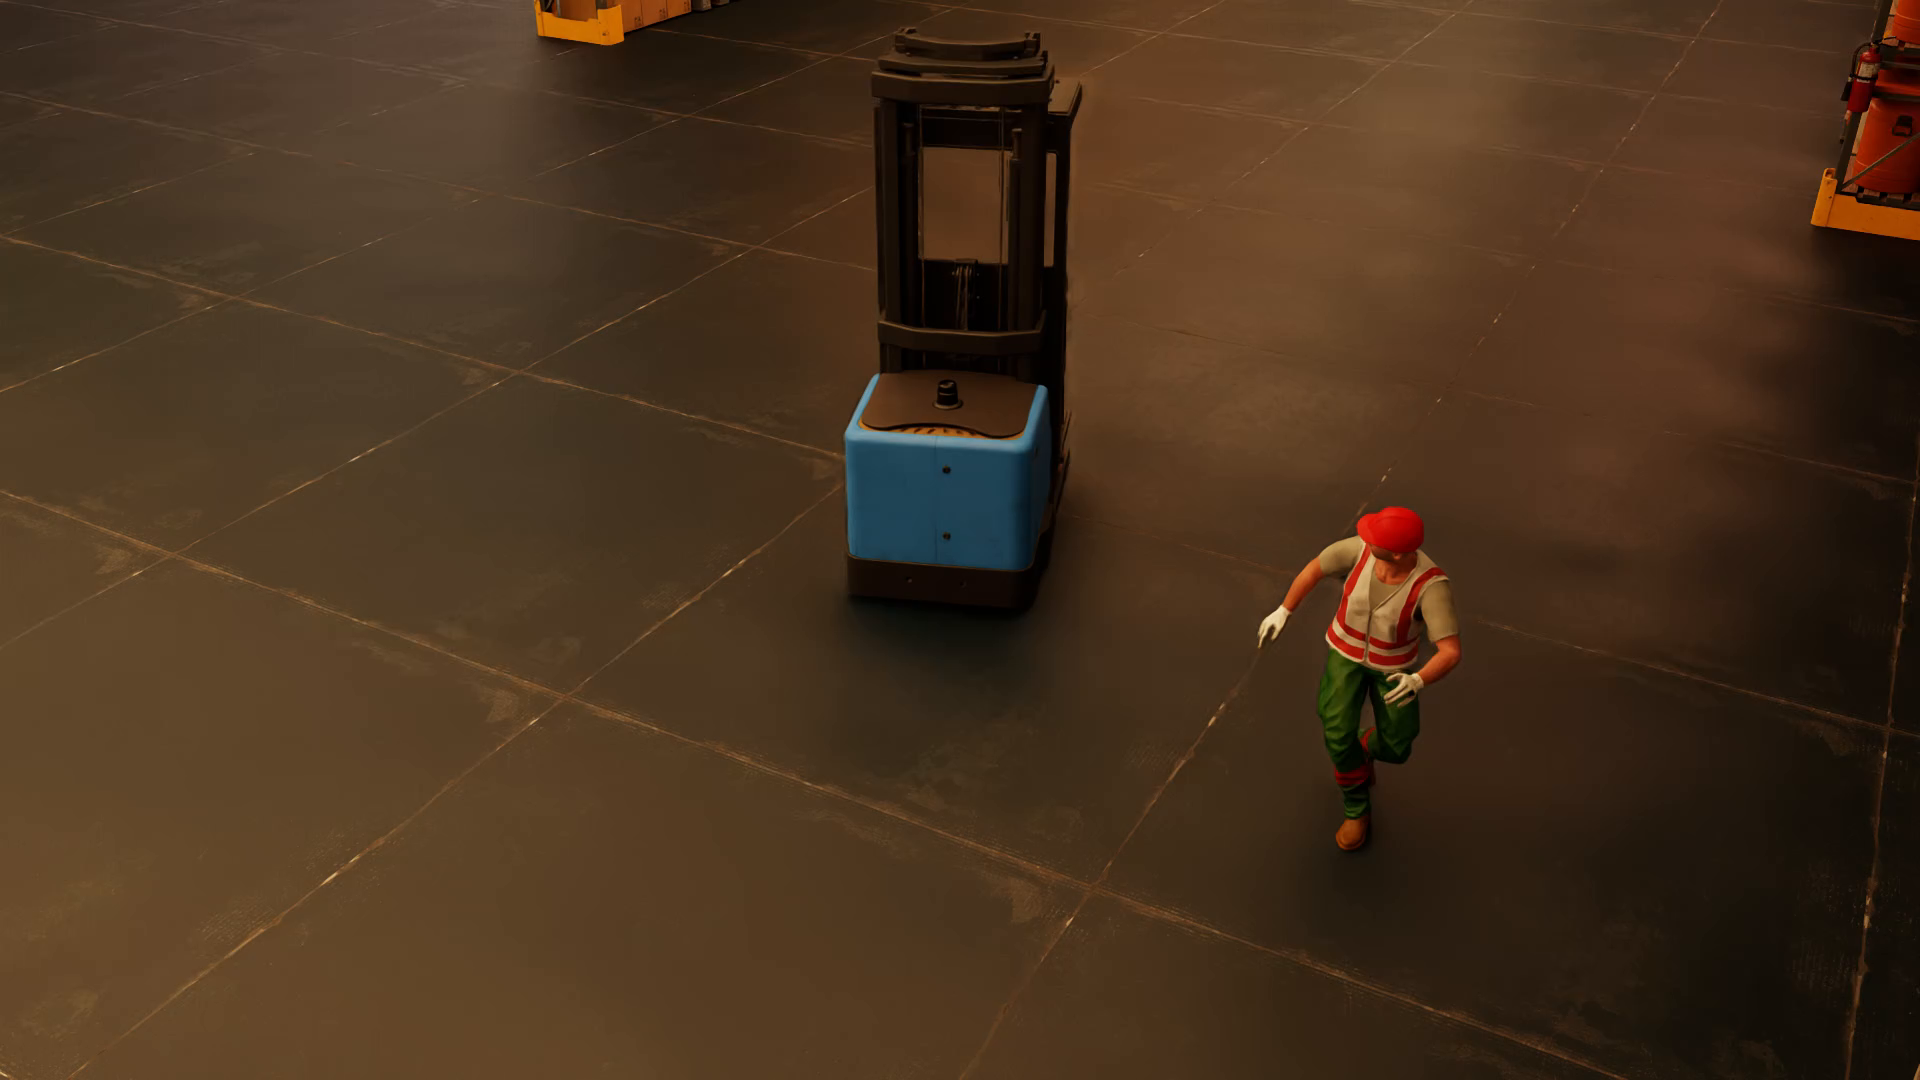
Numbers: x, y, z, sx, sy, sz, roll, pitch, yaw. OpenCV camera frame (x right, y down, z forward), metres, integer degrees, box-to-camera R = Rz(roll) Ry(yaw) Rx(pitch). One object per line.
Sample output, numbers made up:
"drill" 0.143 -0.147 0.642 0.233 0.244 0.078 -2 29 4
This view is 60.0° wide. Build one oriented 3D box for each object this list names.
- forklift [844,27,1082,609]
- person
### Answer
"forklift" 0.105 -1.607 9.855 1.130 2.935 3.031 5 30 8
"person" 1.741 0.569 7.375 0.895 1.644 0.852 11 32 19
